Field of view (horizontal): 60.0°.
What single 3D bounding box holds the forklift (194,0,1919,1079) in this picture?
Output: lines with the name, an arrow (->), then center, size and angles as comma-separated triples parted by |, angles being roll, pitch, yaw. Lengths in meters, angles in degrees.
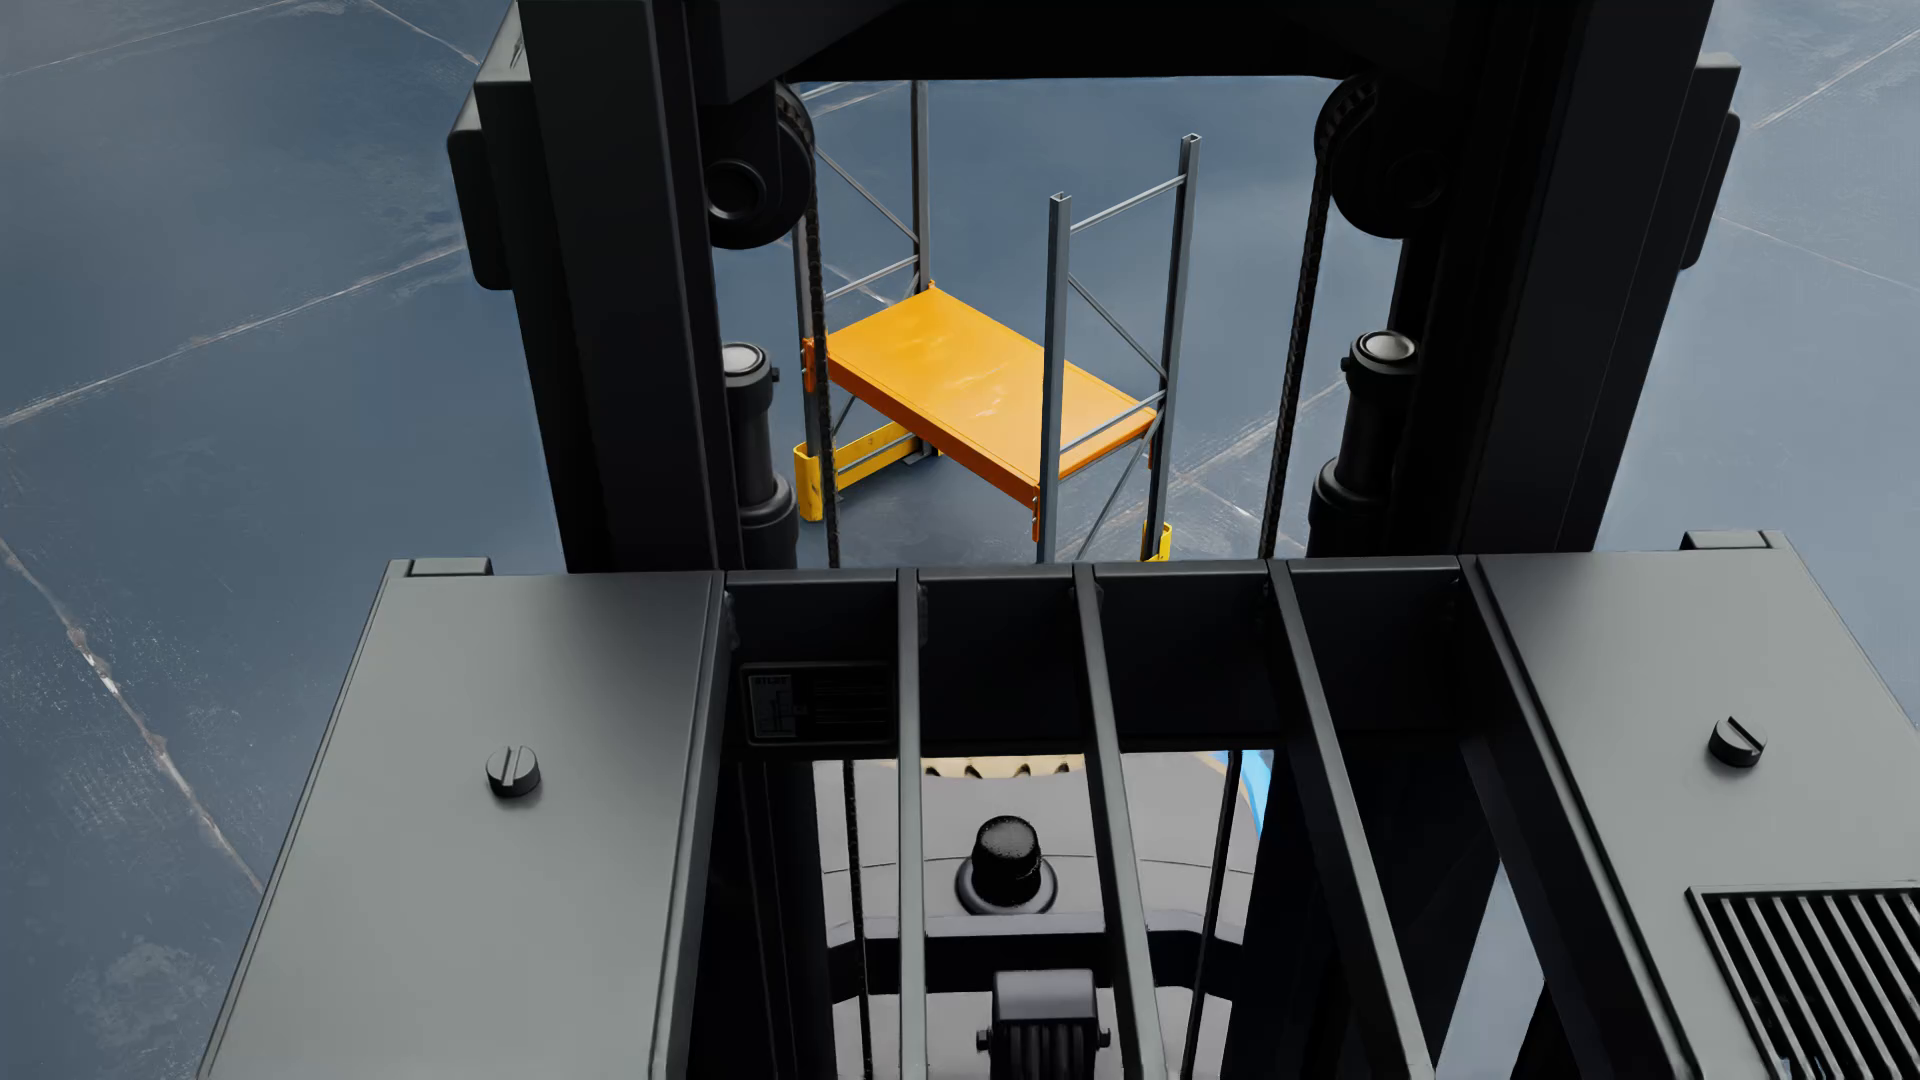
forklift -> 0.113, 0.993, 1.688 | 1.130, 2.935, 3.031 | -1, 39, -1

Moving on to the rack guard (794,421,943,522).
rack guard -> -0.285, -0.292, 5.413 | 0.587, 0.250, 0.087 | -30, 48, -32

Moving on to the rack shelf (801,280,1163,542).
rack shelf -> 0.058, -0.404, 4.843 | 0.538, 0.185, 1.000 | -30, 48, -32

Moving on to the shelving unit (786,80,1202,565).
shelving unit -> 0.052, -0.548, 4.735 | 0.587, 1.500, 1.083 | -30, 48, -32

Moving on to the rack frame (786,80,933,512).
rack frame -> -0.286, -0.779, 5.021 | 0.500, 1.500, 0.032 | -30, 48, -32

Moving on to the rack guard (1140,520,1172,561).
rack guard -> 0.388, 0.169, 4.842 | 0.587, 0.250, 0.087 | -30, 48, -32

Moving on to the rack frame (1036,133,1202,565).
rack frame -> 0.402, -0.309, 4.439 | 0.500, 1.500, 0.032 | -30, 48, -32
